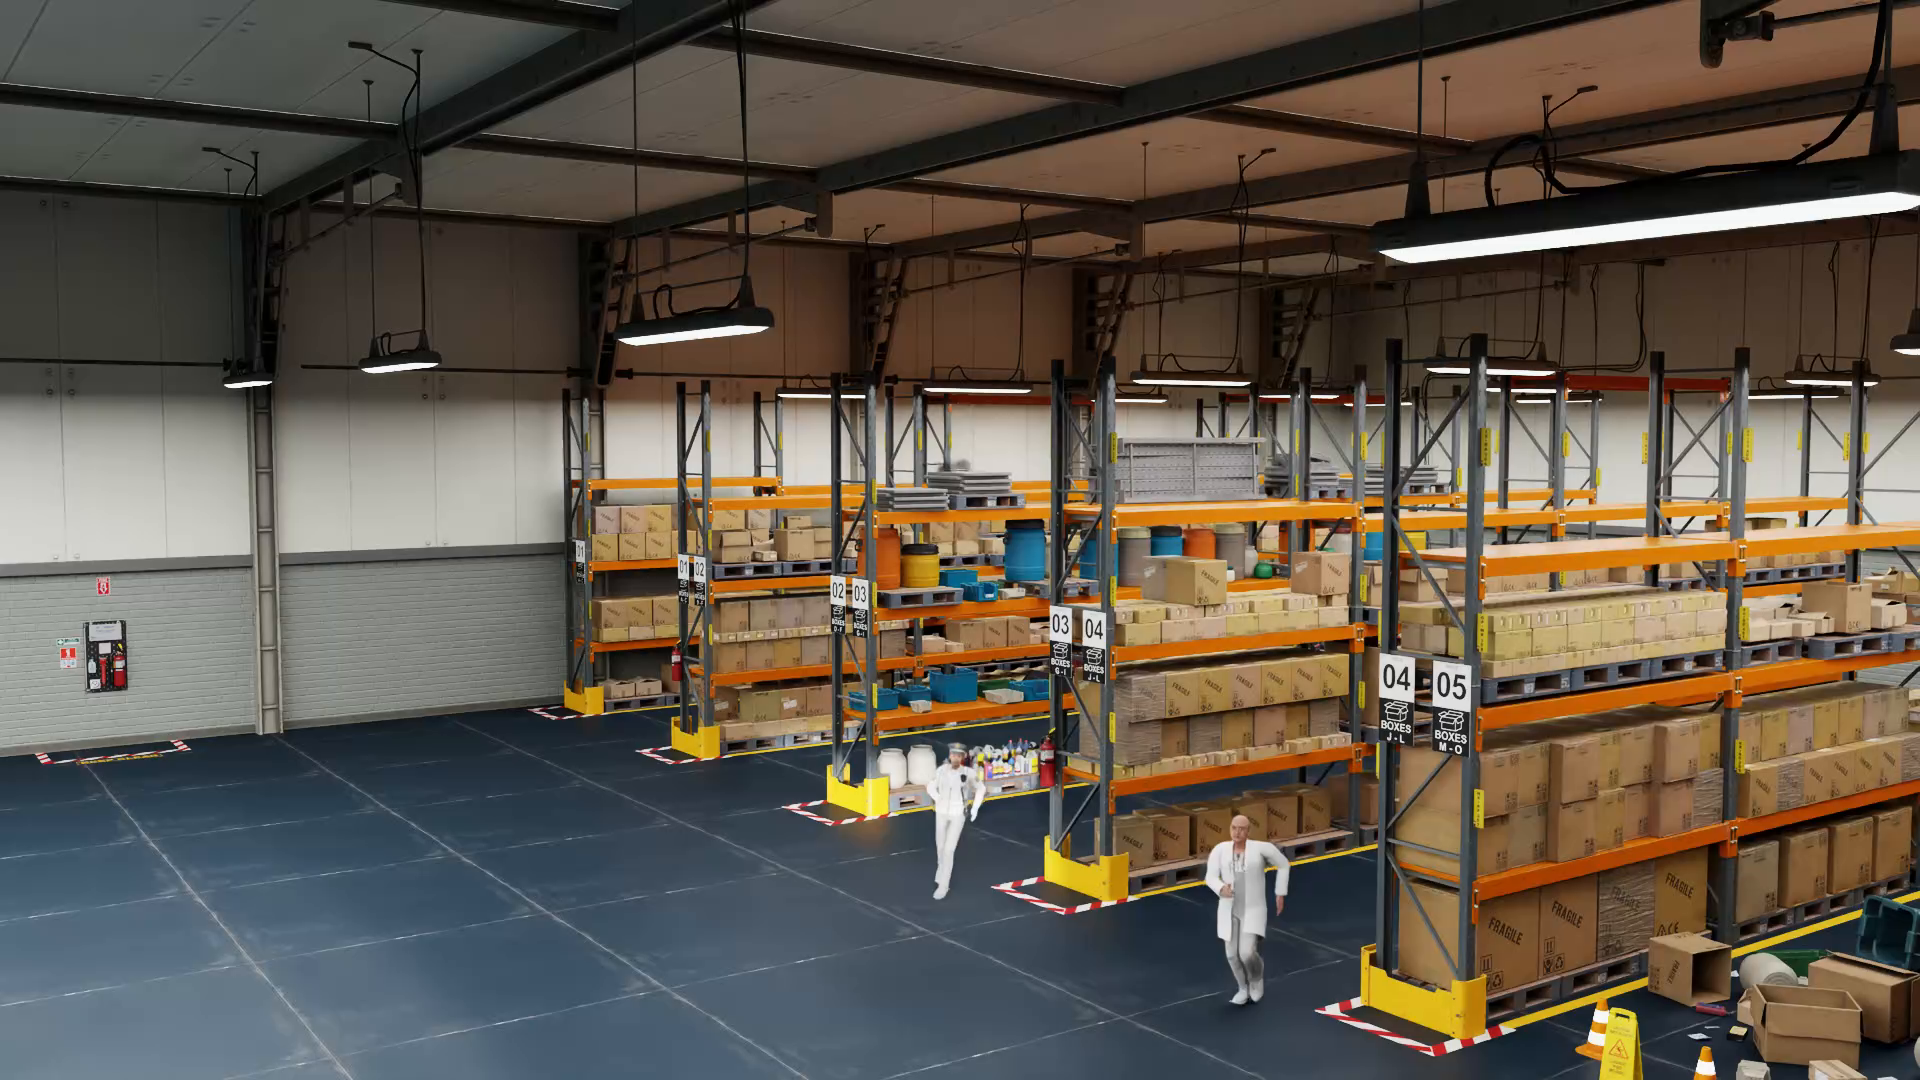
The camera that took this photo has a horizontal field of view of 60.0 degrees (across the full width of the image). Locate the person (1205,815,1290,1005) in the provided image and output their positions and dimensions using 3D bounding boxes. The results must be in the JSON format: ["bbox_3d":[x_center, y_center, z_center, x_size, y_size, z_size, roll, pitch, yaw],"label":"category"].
[{"bbox_3d":[2.537,3.330,14.867,0.695,1.740,0.733,2,4,26],"label":"person"}]

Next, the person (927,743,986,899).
[{"bbox_3d":[-0.069,3.103,18.703,0.651,1.692,0.851,1,4,15],"label":"person"}]
